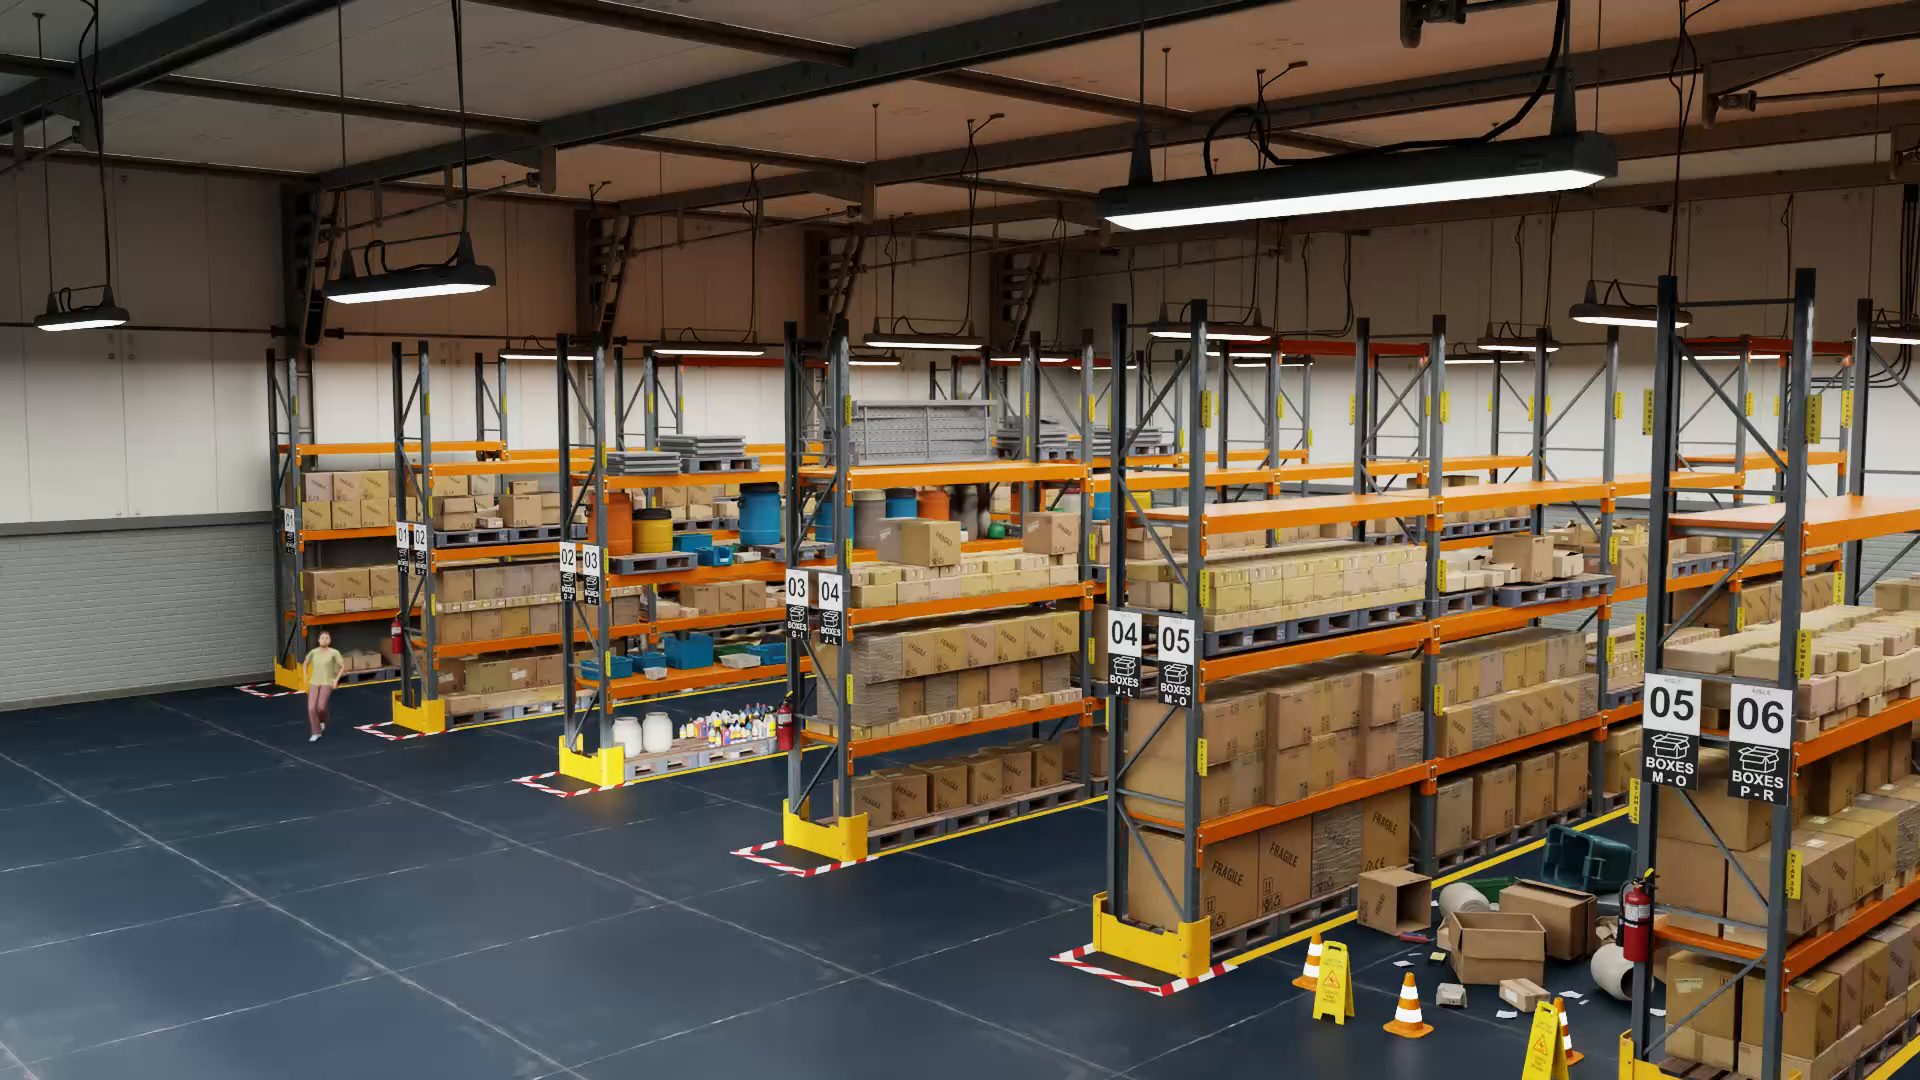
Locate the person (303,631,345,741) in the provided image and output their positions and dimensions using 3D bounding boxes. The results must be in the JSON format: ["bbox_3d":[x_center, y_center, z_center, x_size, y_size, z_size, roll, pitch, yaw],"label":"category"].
[{"bbox_3d":[-9.627,2.195,25.096,0.617,1.638,0.526,0,5,-3],"label":"person"}]

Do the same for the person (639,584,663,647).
[{"bbox_3d":[-5.752,1.609,30.855,0.686,1.792,0.839,5,7,42],"label":"person"}]
